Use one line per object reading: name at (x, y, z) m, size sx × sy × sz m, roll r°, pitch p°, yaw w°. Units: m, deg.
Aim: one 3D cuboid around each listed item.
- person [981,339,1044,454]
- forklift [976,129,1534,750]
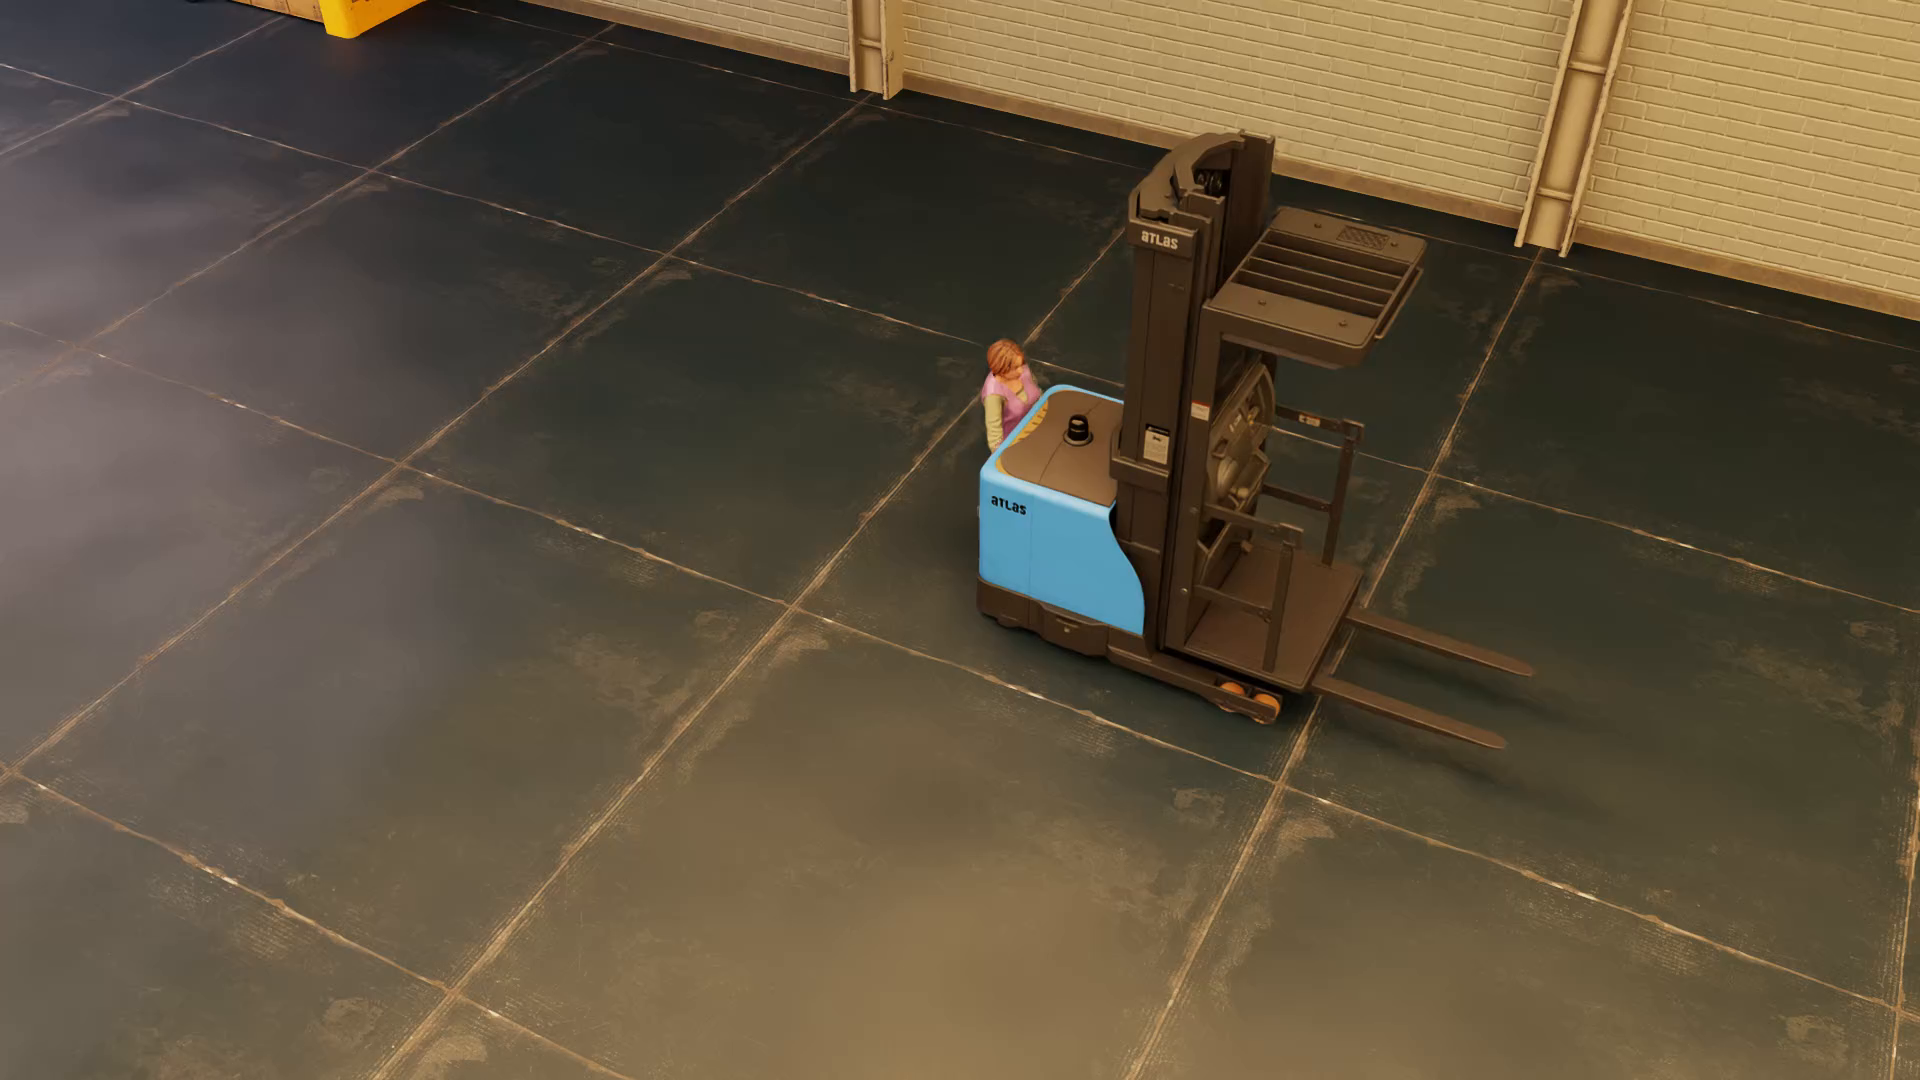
person at (0.376, -0.480, 9.674) m, size 0.587 × 1.478 × 0.660 m, roll 31°, pitch 49°, yaw 31°
forklift at (1.640, -0.511, 8.594) m, size 3.031 × 2.935 × 1.130 m, roll 19°, pitch 44°, yaw 21°
